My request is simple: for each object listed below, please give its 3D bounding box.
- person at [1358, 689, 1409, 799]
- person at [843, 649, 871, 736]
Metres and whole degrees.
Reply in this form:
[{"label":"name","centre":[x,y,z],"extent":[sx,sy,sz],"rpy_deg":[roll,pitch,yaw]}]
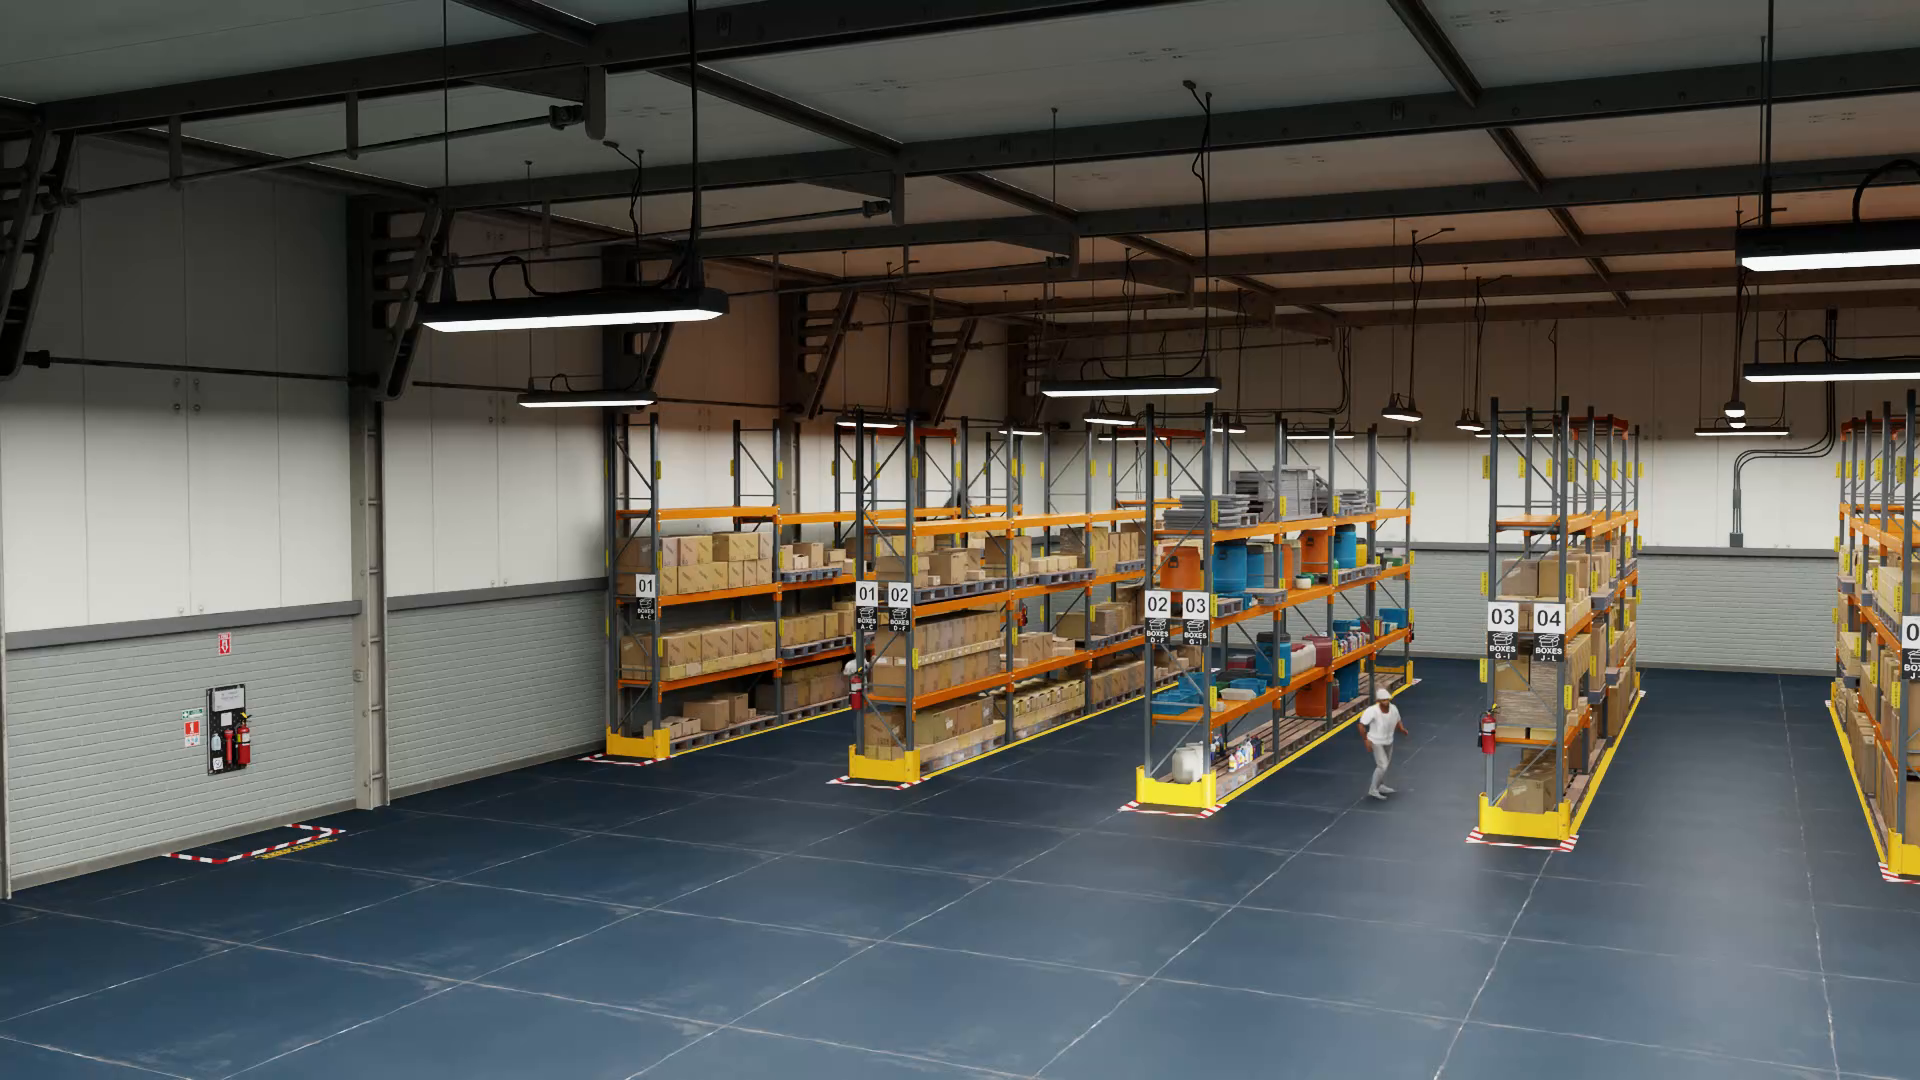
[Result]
[{"label":"person","centre":[6.474,3.104,25.439],"extent":[0.723,1.700,0.793],"rpy_deg":[-1,3,-30]},{"label":"person","centre":[-1.957,2.853,31.586],"extent":[0.552,1.665,0.786],"rpy_deg":[0,2,-6]}]
